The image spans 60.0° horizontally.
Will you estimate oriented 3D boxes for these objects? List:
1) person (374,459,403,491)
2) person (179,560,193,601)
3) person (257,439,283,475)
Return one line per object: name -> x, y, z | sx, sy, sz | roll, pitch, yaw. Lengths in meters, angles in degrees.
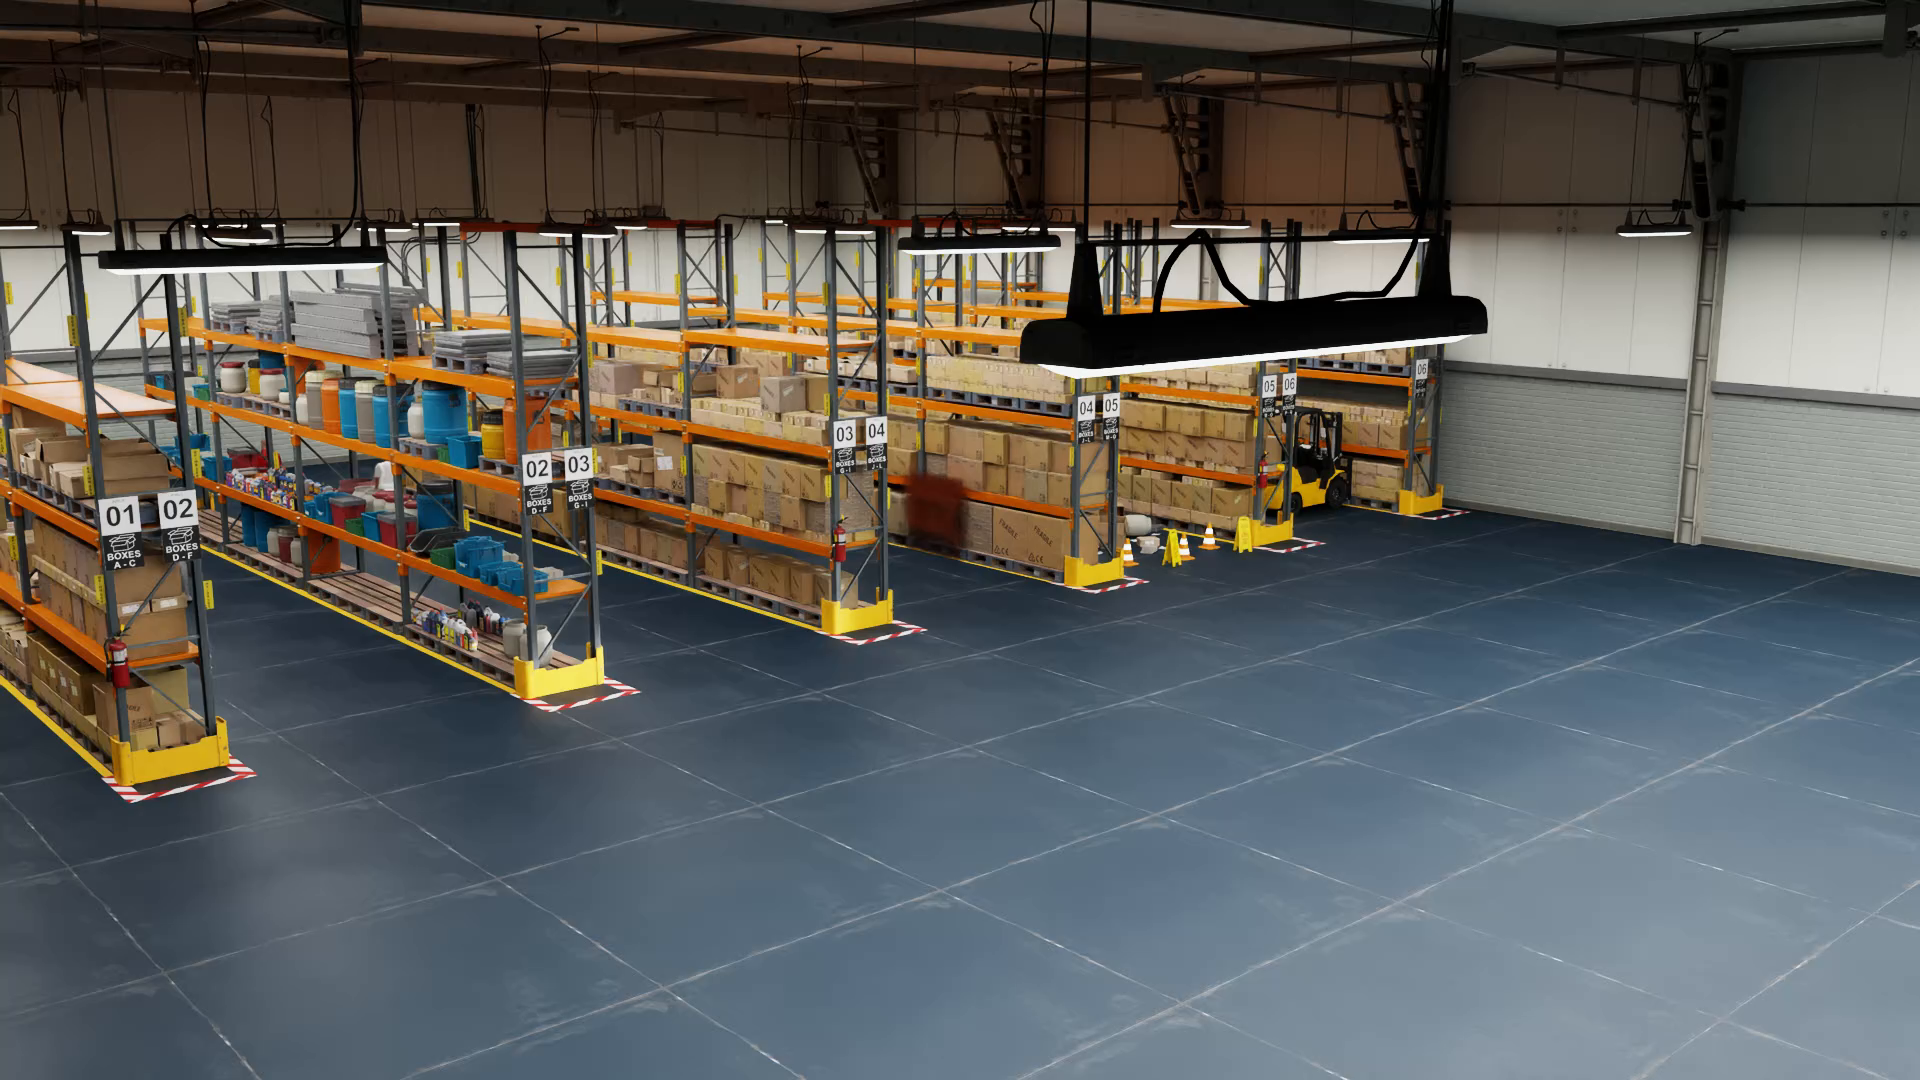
person -> -10.919, -0.873, 31.641 | 0.648, 1.784, 0.459 | -10, 15, -41
person -> -12.637, 0.134, 27.024 | 0.452, 1.621, 0.863 | -11, 16, -42
person -> -13.830, -1.168, 33.311 | 0.573, 1.724, 0.528 | -1, 12, -7
